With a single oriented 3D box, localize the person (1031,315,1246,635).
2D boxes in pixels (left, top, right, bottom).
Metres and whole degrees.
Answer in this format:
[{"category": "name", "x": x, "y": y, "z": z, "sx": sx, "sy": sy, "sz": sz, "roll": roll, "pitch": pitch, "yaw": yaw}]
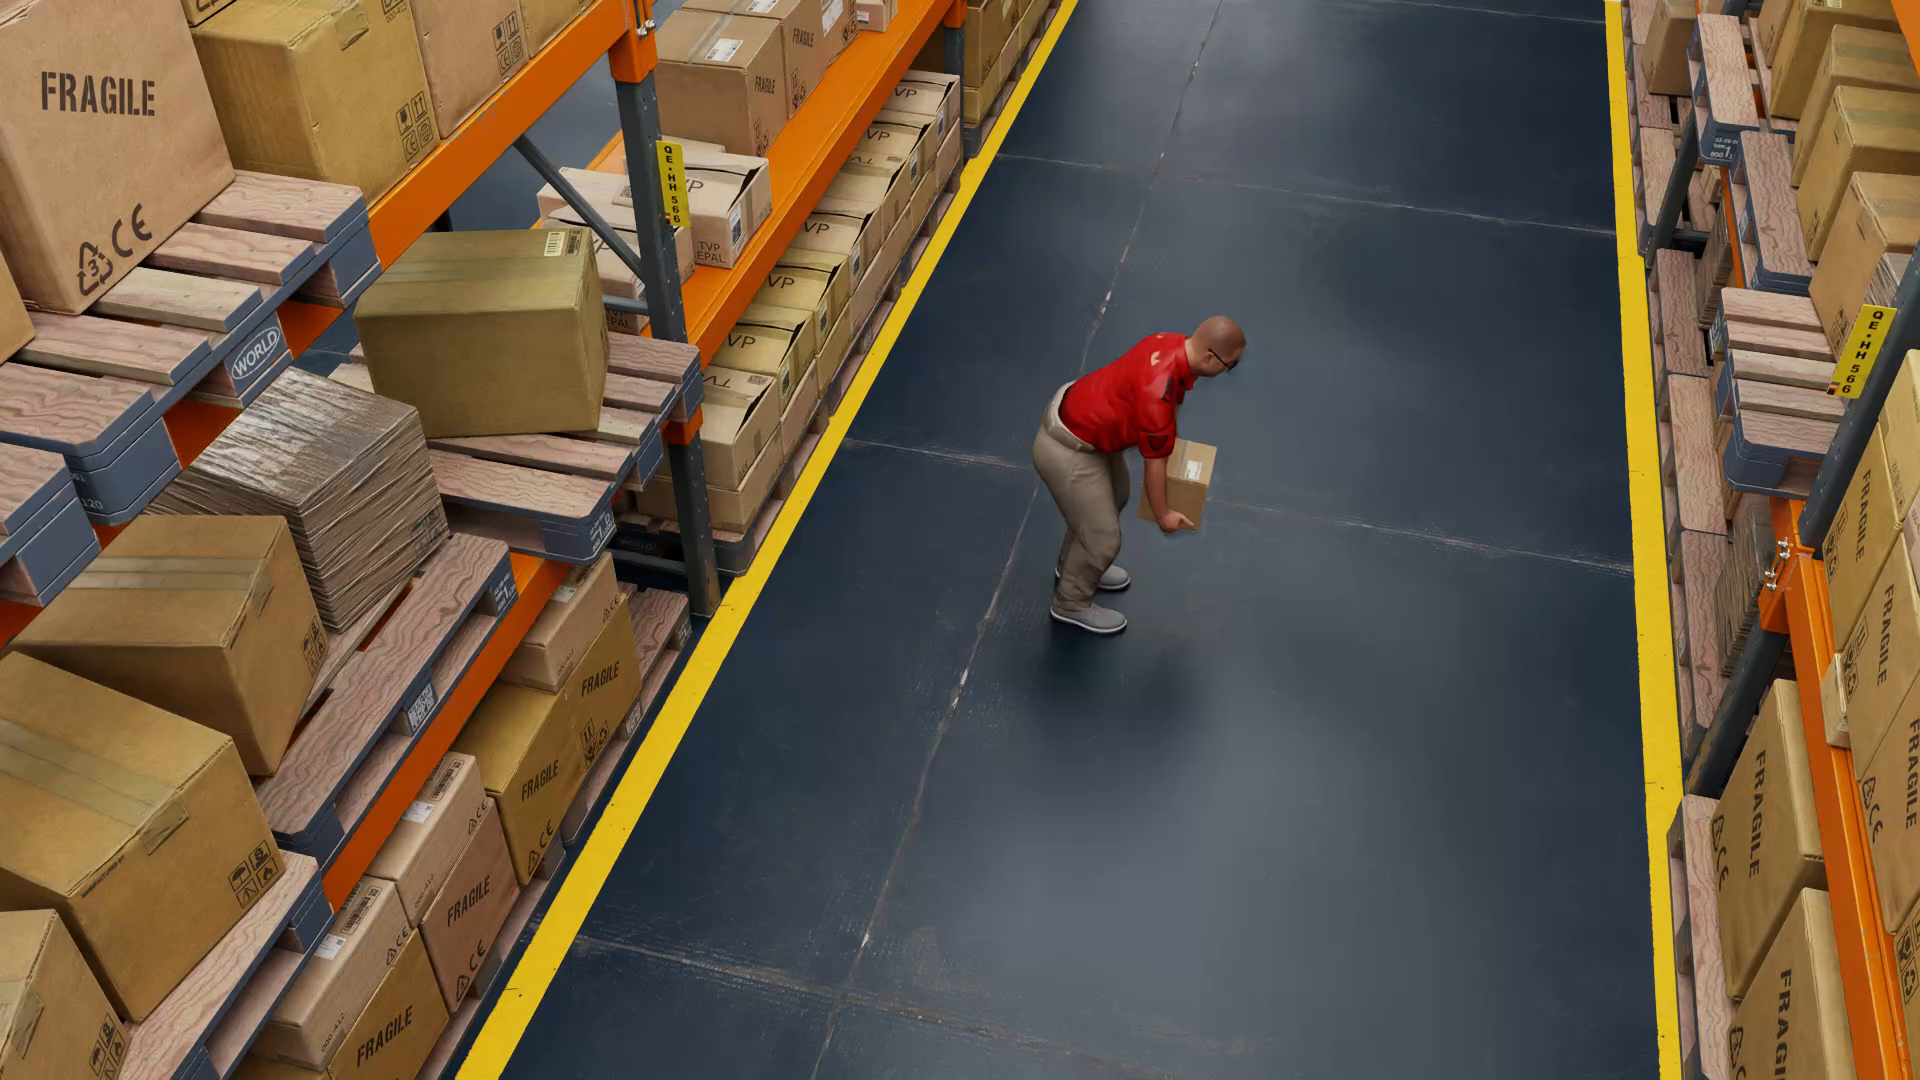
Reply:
[{"category": "person", "x": 0.684, "y": -0.288, "z": 6.685, "sx": 0.779, "sy": 1.501, "sz": 0.473, "roll": 9, "pitch": 42, "yaw": 10}]
